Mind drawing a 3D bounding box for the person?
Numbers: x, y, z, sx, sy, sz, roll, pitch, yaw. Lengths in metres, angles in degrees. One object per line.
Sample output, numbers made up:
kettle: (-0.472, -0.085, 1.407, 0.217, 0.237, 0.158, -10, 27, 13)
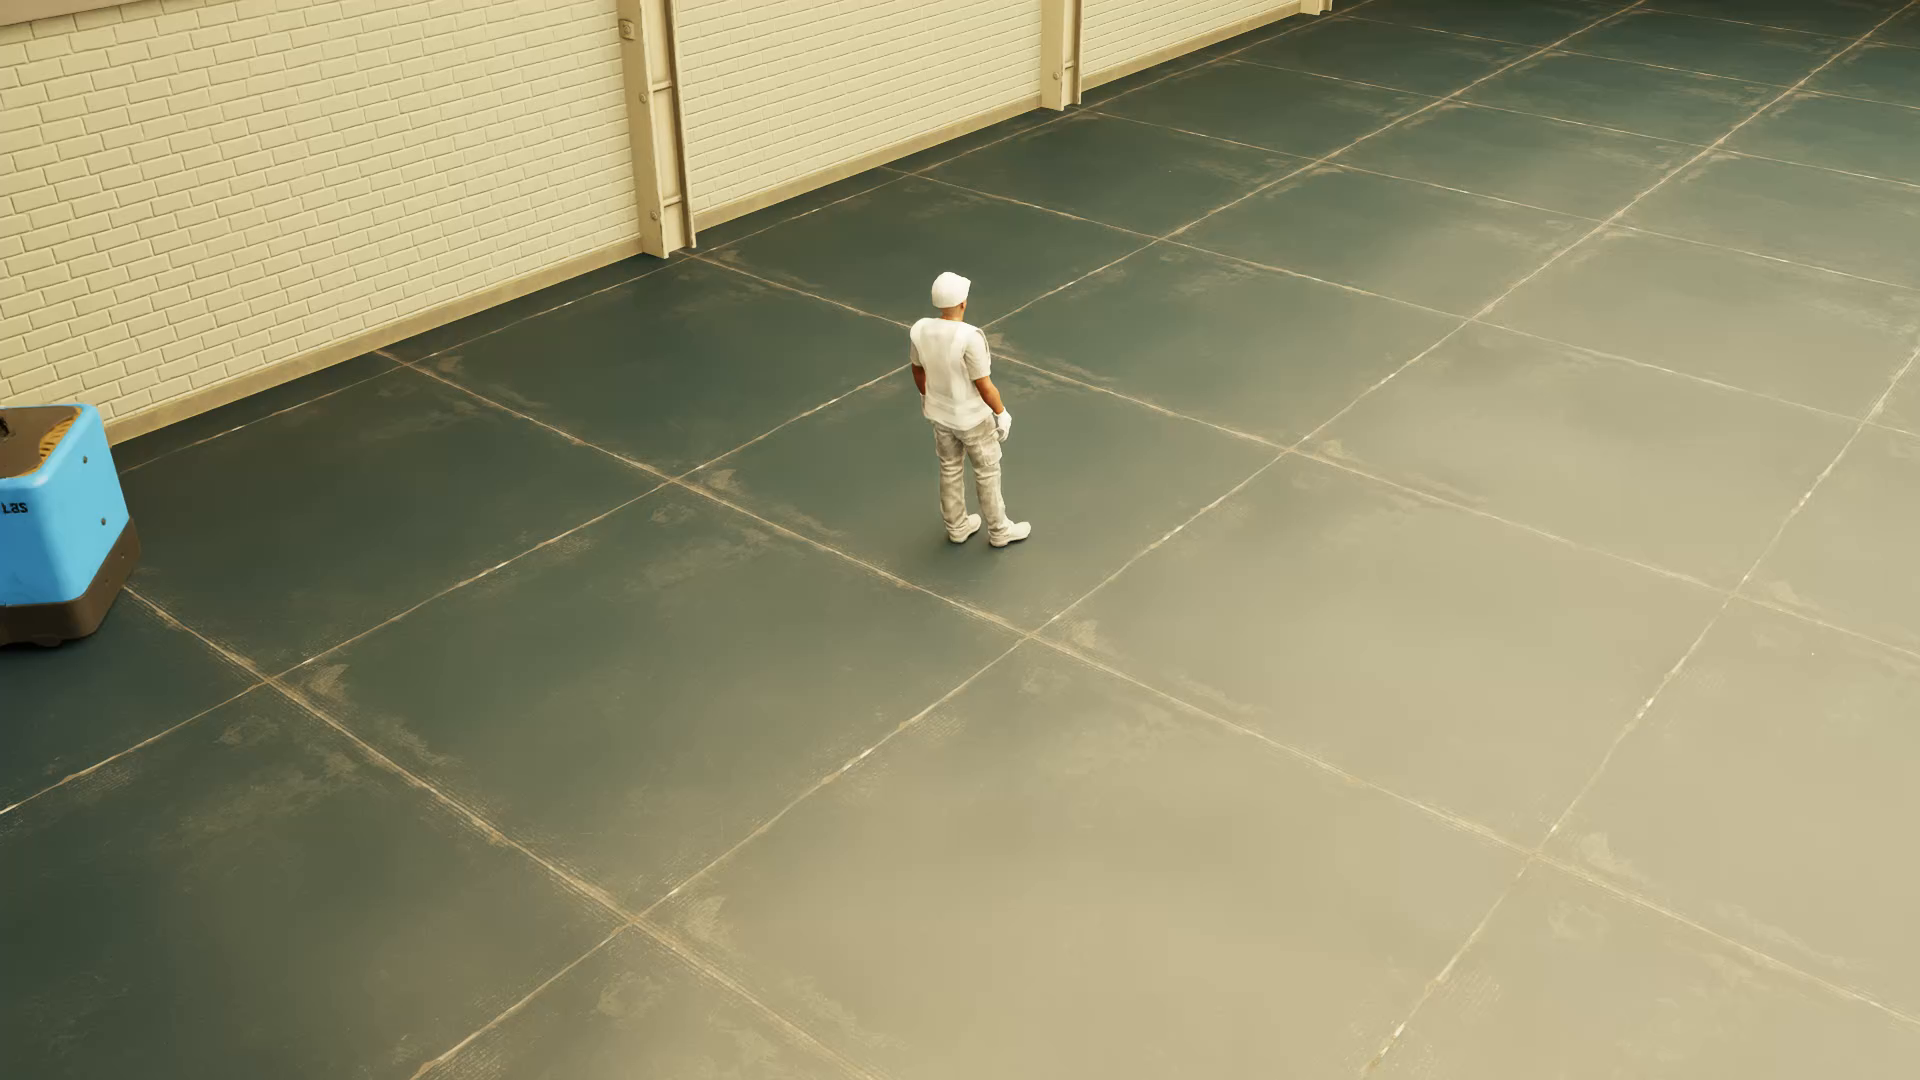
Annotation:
person: (0.052, -0.802, 10.090, 0.657, 1.785, 0.575, 22, 37, 33)

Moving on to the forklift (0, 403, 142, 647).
forklift: (-6.481, -0.814, 8.989, 3.031, 2.935, 1.130, -4, 31, -6)
